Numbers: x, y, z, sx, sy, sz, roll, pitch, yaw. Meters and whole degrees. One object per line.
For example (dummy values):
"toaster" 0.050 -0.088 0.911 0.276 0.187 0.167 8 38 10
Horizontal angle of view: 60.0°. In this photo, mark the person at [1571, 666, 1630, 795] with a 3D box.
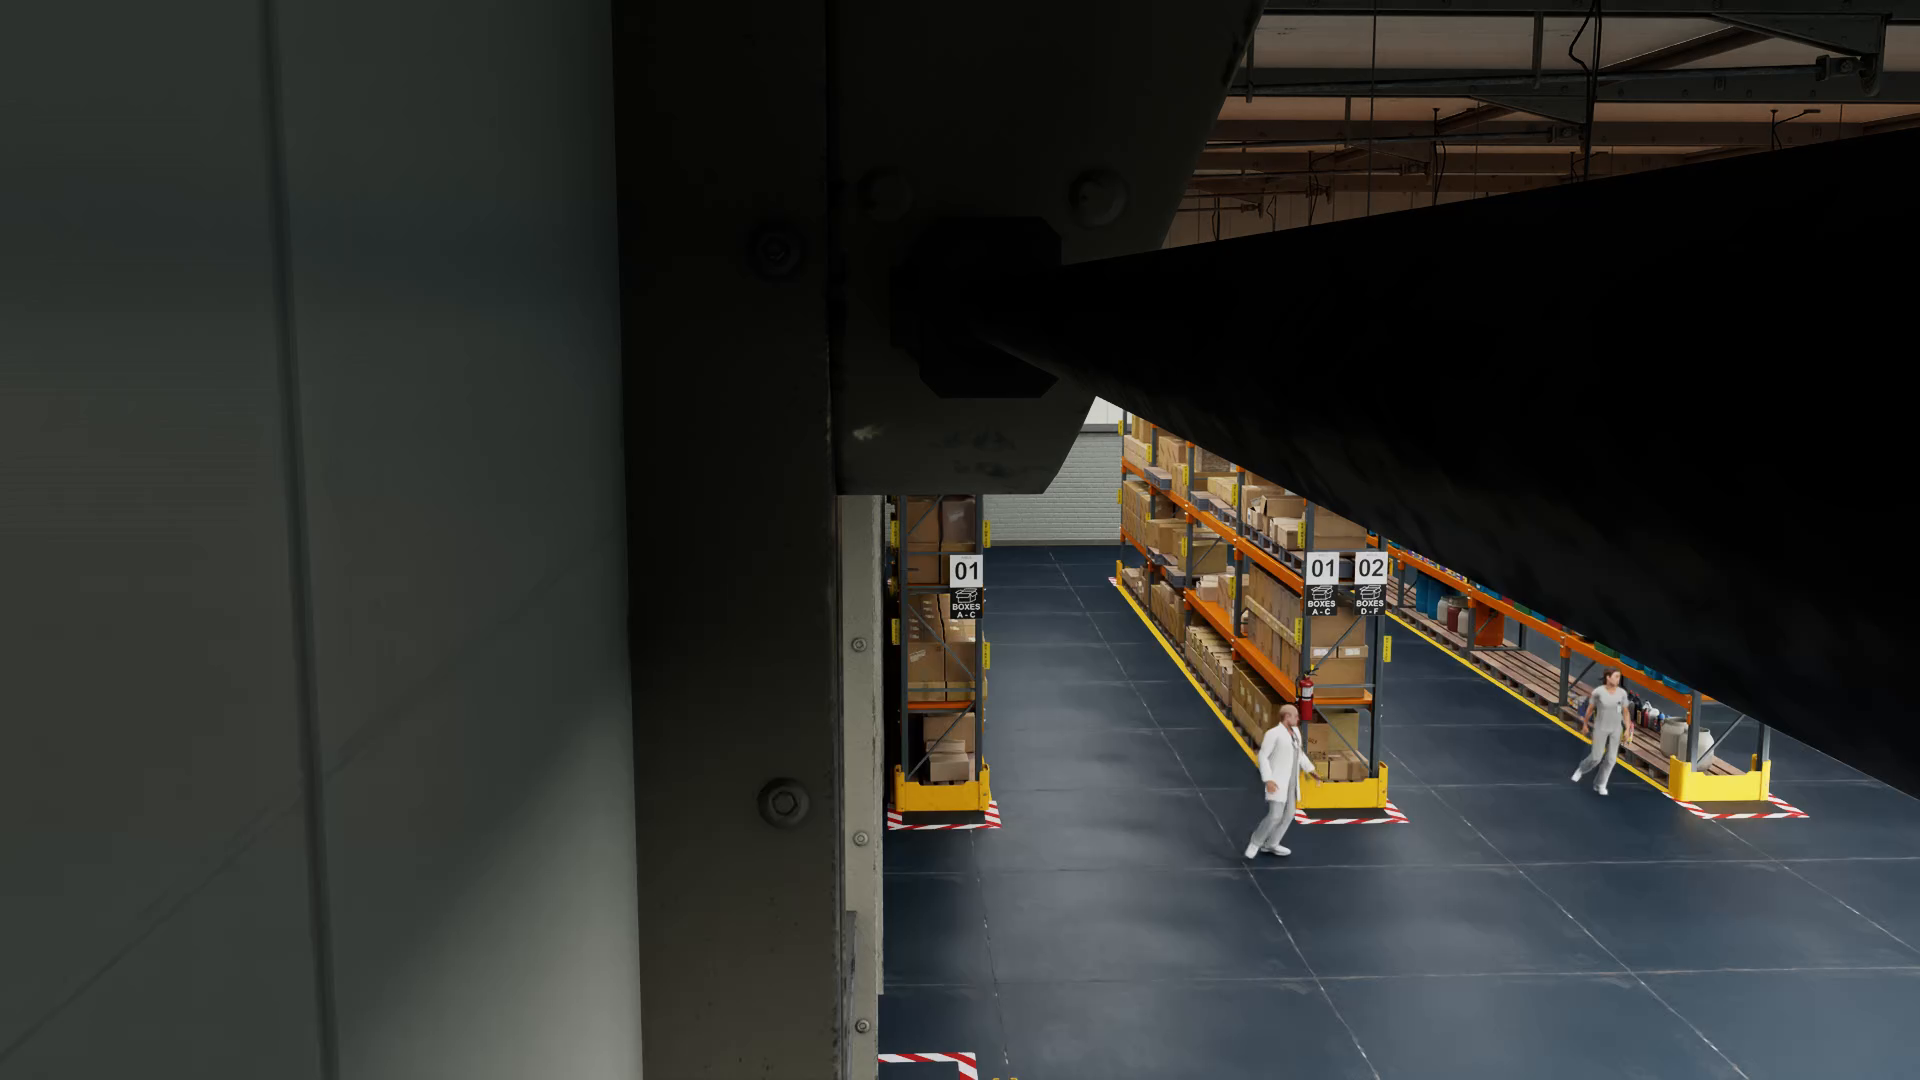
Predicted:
"person" 8.149 2.395 21.123 0.592 1.649 0.526 0 8 3

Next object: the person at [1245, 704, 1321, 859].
"person" 3.619 2.723 18.706 0.611 1.744 0.823 8 12 44
